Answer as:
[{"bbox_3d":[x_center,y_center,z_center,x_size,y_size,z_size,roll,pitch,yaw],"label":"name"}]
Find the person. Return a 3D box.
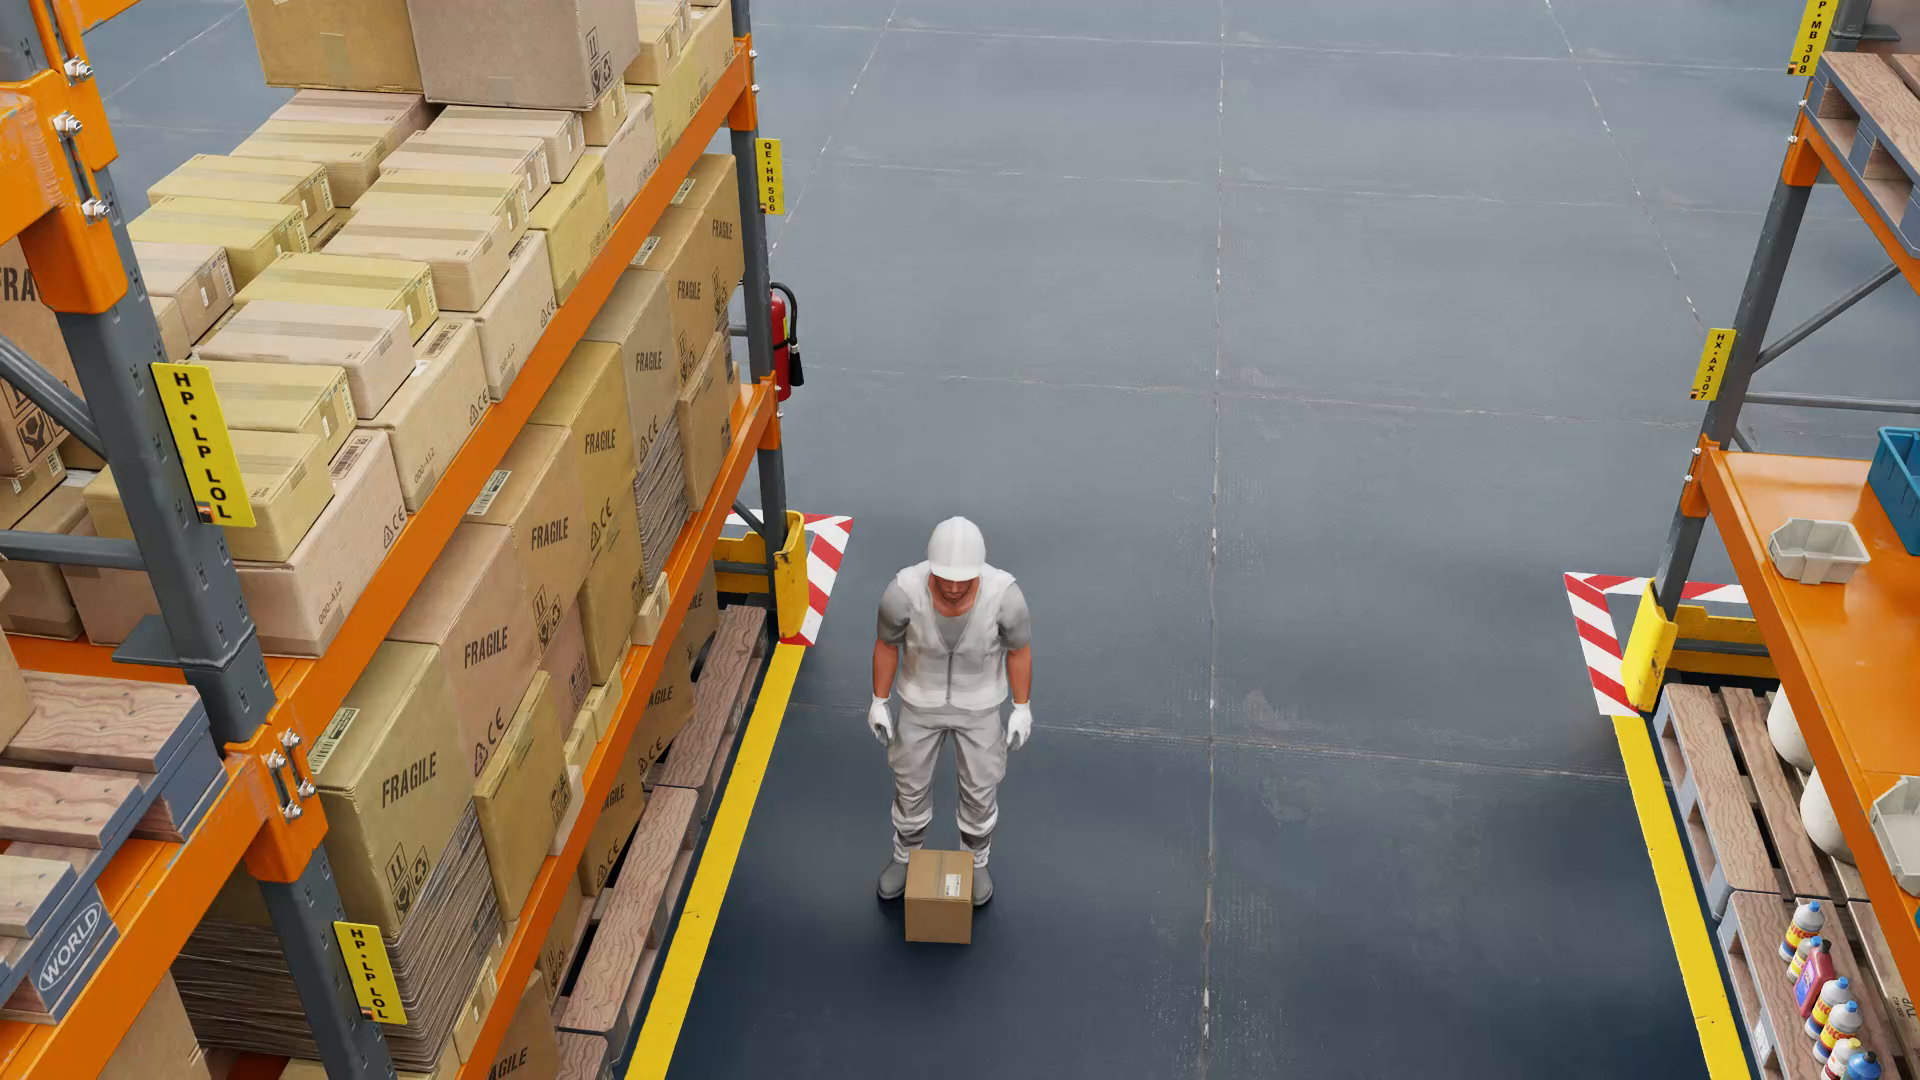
[{"bbox_3d":[-0.034,0.628,6.158,0.617,1.778,0.453,2,36,3],"label":"person"}]
